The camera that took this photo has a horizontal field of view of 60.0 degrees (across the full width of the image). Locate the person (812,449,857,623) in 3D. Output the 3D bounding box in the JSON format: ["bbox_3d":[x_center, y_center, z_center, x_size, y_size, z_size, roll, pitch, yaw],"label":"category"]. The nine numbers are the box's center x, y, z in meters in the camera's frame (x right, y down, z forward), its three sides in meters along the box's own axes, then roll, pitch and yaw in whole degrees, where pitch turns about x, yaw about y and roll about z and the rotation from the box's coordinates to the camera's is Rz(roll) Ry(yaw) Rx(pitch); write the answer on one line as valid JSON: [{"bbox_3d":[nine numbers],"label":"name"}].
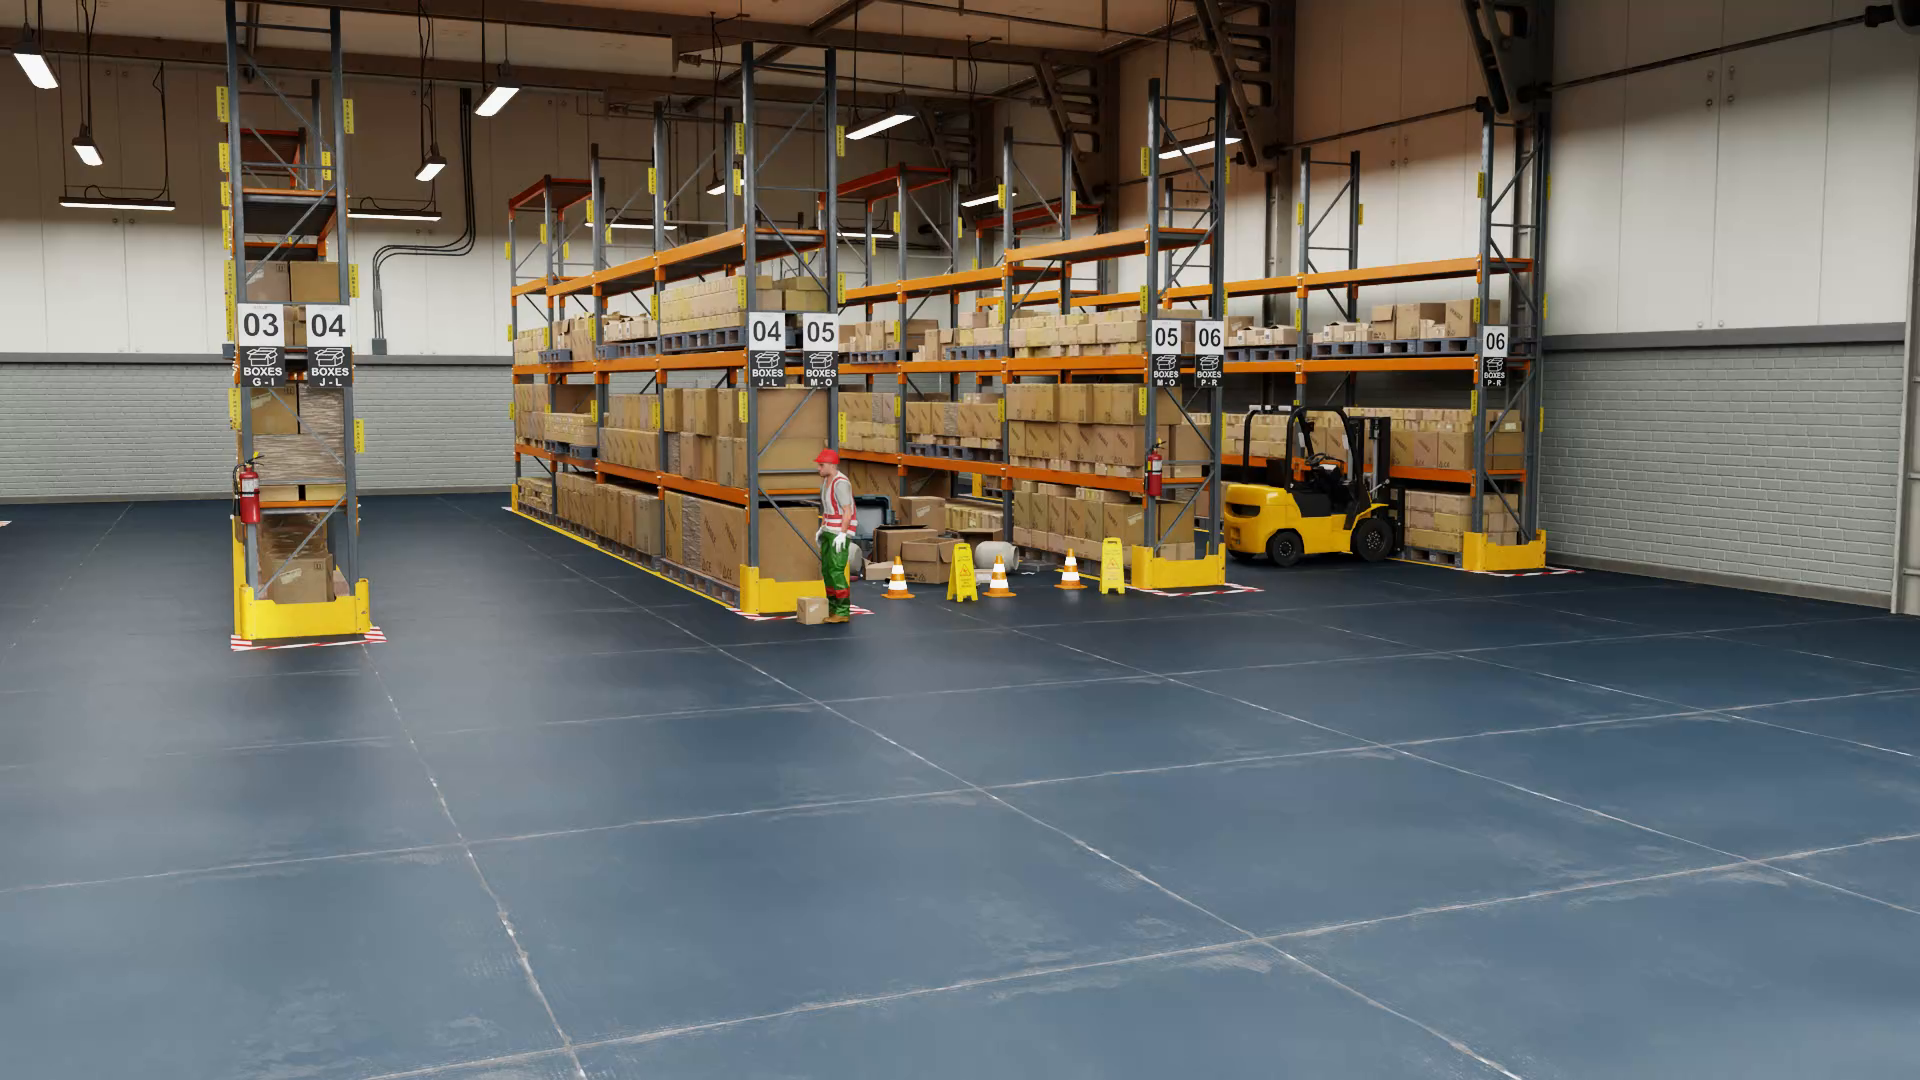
[{"bbox_3d":[-1.303,-0.045,17.095,0.449,1.780,0.623,-3,6,-26],"label":"person"}]
